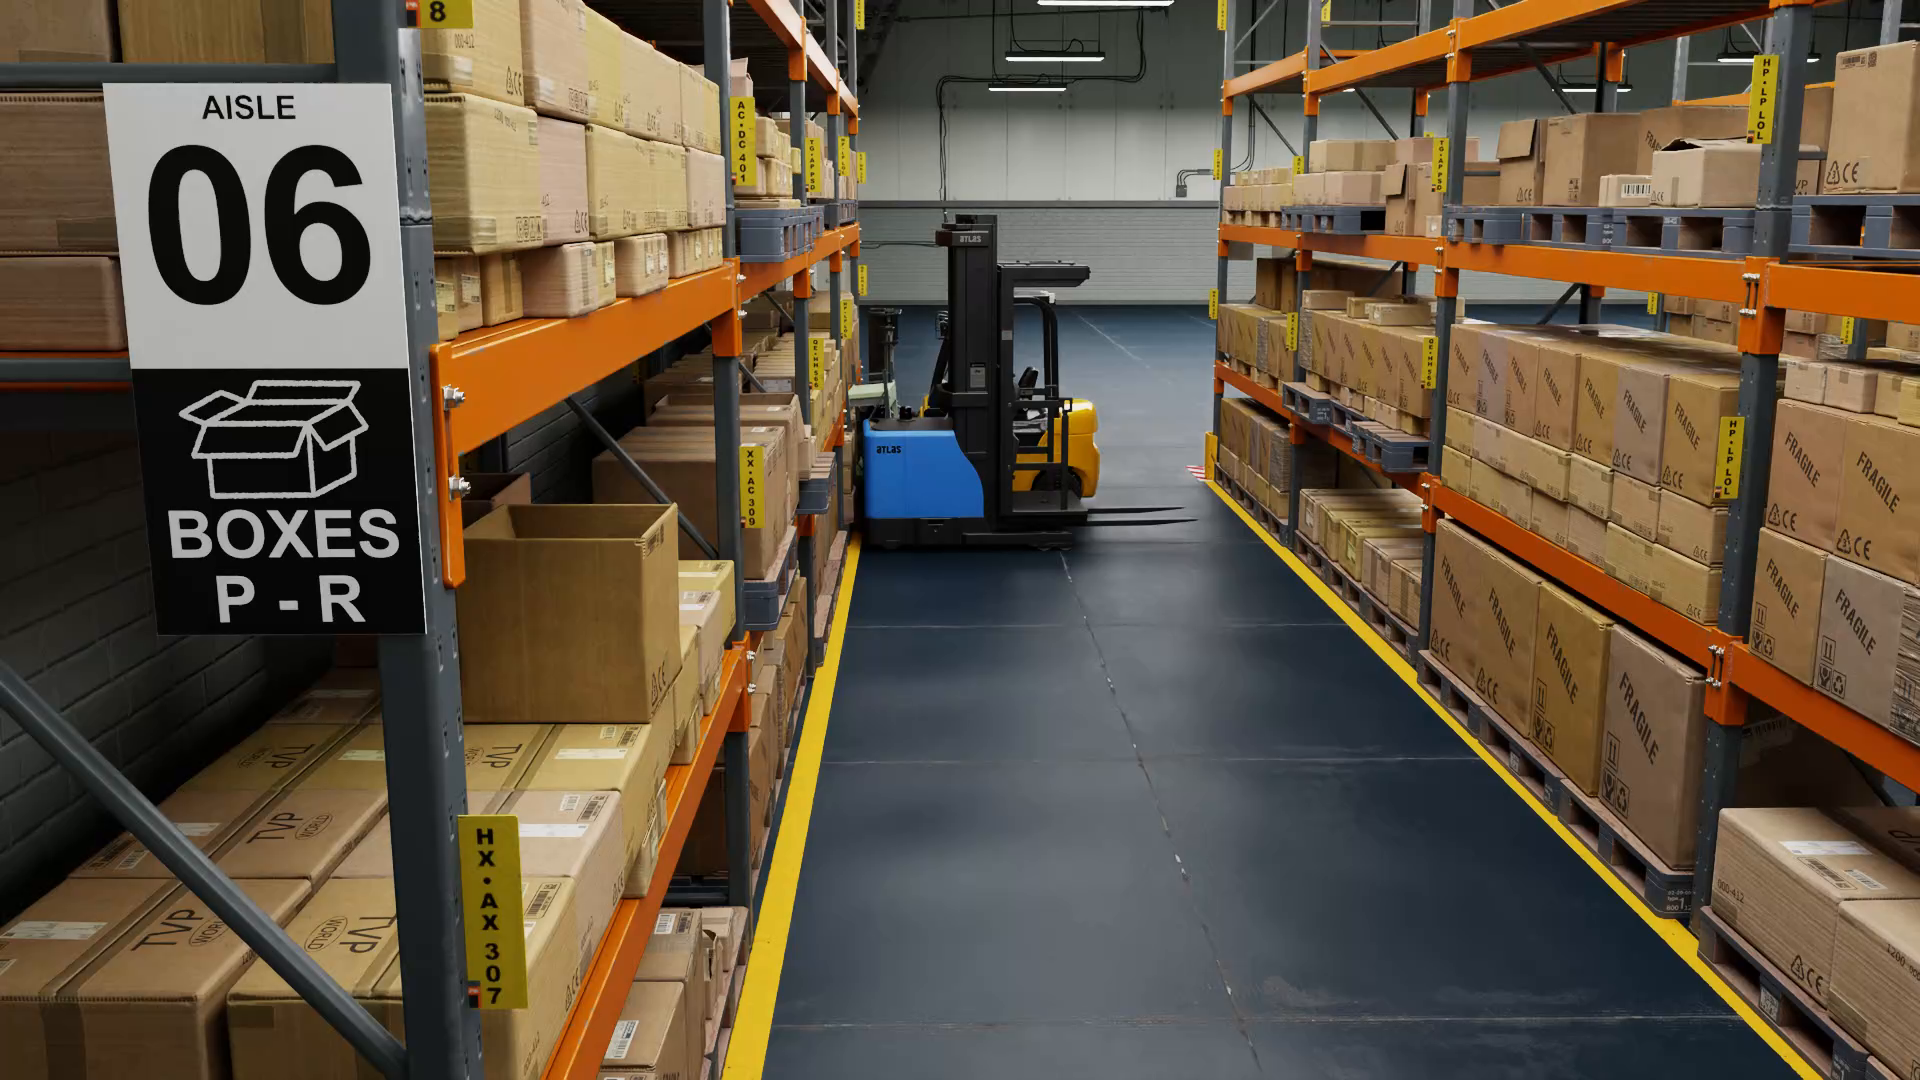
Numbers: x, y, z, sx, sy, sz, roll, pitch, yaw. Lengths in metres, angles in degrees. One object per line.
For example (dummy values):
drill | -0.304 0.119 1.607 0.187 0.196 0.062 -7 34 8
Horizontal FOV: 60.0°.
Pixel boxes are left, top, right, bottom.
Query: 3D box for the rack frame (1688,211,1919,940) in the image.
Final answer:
rack frame | 3.597 0.199 6.724 1.000 3.000 0.127 0 11 -1

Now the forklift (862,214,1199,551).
forklift | 0.623 -1.445 15.003 3.031 2.935 1.130 -1 11 -4

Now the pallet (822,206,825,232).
pallet | -1.499 -2.571 13.315 0.805 0.209 1.217 -1 11 -3

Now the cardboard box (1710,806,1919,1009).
cardboard box | 3.503 1.374 6.319 0.875 0.438 0.875 0 11 -2

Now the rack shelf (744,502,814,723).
rack shelf | -1.406 0.175 8.651 1.077 0.370 4.000 0 11 -1

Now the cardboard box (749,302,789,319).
cardboard box | -1.833 -2.199 15.916 0.380 0.149 0.250 0 11 -2

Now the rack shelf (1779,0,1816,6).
rack shelf | 3.639 -1.795 4.279 1.077 0.370 4.000 0 11 -1

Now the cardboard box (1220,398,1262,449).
cardboard box | 3.091 -1.246 17.819 0.500 0.500 0.500 -1 11 -3

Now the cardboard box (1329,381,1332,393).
cardboard box | 3.206 -1.257 13.476 0.380 0.149 0.250 1 11 2

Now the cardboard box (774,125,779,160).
cardboard box | -0.972 -1.692 7.076 0.380 0.149 0.250 0 11 -2

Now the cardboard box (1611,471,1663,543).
cardboard box | 3.328 -0.158 7.605 0.500 0.250 0.500 0 11 0

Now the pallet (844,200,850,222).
pallet | -1.596 -3.208 16.196 1.003 0.211 1.213 0 11 -1

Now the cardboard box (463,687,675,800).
cardboard box | -1.079 0.549 4.627 0.500 0.250 0.500 -1 11 -3

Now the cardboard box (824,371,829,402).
cardboard box | -1.250 -1.141 12.448 0.500 0.250 0.500 0 11 0

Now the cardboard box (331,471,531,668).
cardboard box | -1.600 0.078 5.066 0.500 0.500 0.500 -1 11 -3

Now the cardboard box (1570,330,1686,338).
cardboard box | 3.806 -0.931 9.530 0.500 0.500 0.500 0 11 0

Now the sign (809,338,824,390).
sign | -0.905 -1.107 10.452 0.100 0.325 0.005 0 11 -1

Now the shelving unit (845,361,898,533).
shelving unit | -0.795 -0.888 15.719 0.431 1.500 0.755 -4 12 4

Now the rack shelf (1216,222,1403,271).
rack shelf | 3.391 -2.906 16.295 1.077 0.370 4.000 0 11 -1

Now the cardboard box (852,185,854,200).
cardboard box | -1.292 -3.603 17.247 0.380 0.149 0.250 -1 11 -3

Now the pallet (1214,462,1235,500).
pallet | 3.333 -0.643 17.888 1.003 0.211 1.213 0 11 -1

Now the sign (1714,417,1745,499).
sign | 3.055 -0.325 6.596 0.100 0.325 0.005 0 11 -1

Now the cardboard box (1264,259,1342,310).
cardboard box | 3.581 -2.670 17.350 0.700 0.500 0.500 0 11 -1

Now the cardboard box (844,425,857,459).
cardboard box | -1.227 -0.917 15.572 0.500 0.250 0.500 0 11 -1

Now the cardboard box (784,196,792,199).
cardboard box | -1.200 -2.097 9.873 0.380 0.149 0.250 0 11 0

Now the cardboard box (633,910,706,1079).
cardboard box | -1.201 1.536 5.364 0.700 0.500 0.500 -1 11 -3

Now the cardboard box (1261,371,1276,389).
cardboard box | 3.097 -1.533 15.891 0.380 0.149 0.250 0 11 -2

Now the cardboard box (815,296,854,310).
cardboard box | -1.279 -2.405 16.931 0.380 0.149 0.250 0 11 0

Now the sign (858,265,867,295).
sign | -1.070 -2.848 18.236 0.100 0.325 0.005 0 11 -1

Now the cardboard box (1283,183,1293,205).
cardboard box | 3.154 -3.020 14.678 0.500 0.250 0.500 0 11 -2

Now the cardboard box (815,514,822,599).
cardboard box | -1.468 0.129 11.985 0.875 0.625 0.625 0 11 1

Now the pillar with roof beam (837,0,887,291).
pillar with roof beam | 1.308 -9.751 40.683 9.100 9.000 0.548 0 11 -1

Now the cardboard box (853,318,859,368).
cardboard box | -1.340 -2.117 17.891 0.500 0.500 0.500 0 11 -2

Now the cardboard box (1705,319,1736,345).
cardboard box | 8.269 -2.005 17.214 0.875 0.550 0.550 0 11 -1

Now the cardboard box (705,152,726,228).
cardboard box | -1.105 -1.227 5.839 0.500 0.250 0.500 0 11 -1

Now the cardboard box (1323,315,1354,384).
cardboard box | 3.163 -1.499 13.040 0.500 0.500 0.500 0 11 -1

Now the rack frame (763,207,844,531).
rack frame | -1.530 -1.370 14.458 1.000 3.000 0.127 0 11 -1

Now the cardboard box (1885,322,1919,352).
cardboard box | 8.395 -1.872 14.166 0.700 0.500 0.500 0 11 -2

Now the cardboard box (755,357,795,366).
cardboard box | -1.251 -1.212 11.797 0.380 0.149 0.250 0 11 -1

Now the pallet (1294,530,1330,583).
pallet | 3.450 0.130 14.077 1.003 0.211 1.213 0 11 -1

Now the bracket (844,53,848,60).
bracket | -2.579 -10.905 37.314 0.076 0.066 4.783 0 11 -1

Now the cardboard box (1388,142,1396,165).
cardboard box | 3.572 -3.124 13.622 0.500 0.250 0.500 0 11 0

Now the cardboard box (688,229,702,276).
cardboard box | -1.064 -0.954 5.497 0.380 0.149 0.250 0 11 1

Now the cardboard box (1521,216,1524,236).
cardboard box | 3.678 -2.006 10.682 0.380 0.149 0.250 0 11 -1

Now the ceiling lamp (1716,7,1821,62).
ceiling lamp | 16.344 -11.287 33.571 2.000 3.185 0.800 0 11 -1

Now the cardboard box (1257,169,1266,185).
cardboard box | 3.080 -3.499 16.033 0.380 0.149 0.250 0 11 0

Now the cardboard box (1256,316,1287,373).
cardboard box | 3.142 -1.879 15.966 0.500 0.500 0.500 0 11 0

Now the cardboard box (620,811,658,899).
cardboard box | -0.992 0.816 4.316 0.380 0.149 0.250 -1 11 -3

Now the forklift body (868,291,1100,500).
forklift body | 0.250 -1.380 16.641 2.313 2.155 1.214 0 11 -1

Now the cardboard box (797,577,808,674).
cardboard box | -1.224 0.528 10.336 0.500 0.500 0.500 0 11 0

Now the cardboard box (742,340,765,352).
cardboard box | -1.754 -1.512 13.276 0.380 0.149 0.250 0 11 -2

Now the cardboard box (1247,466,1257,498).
cardboard box | 3.124 -0.573 16.388 0.500 0.250 0.500 0 11 0

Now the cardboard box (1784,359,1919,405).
cardboard box | 3.345 -0.594 6.235 0.380 0.149 0.250 0 11 -2
